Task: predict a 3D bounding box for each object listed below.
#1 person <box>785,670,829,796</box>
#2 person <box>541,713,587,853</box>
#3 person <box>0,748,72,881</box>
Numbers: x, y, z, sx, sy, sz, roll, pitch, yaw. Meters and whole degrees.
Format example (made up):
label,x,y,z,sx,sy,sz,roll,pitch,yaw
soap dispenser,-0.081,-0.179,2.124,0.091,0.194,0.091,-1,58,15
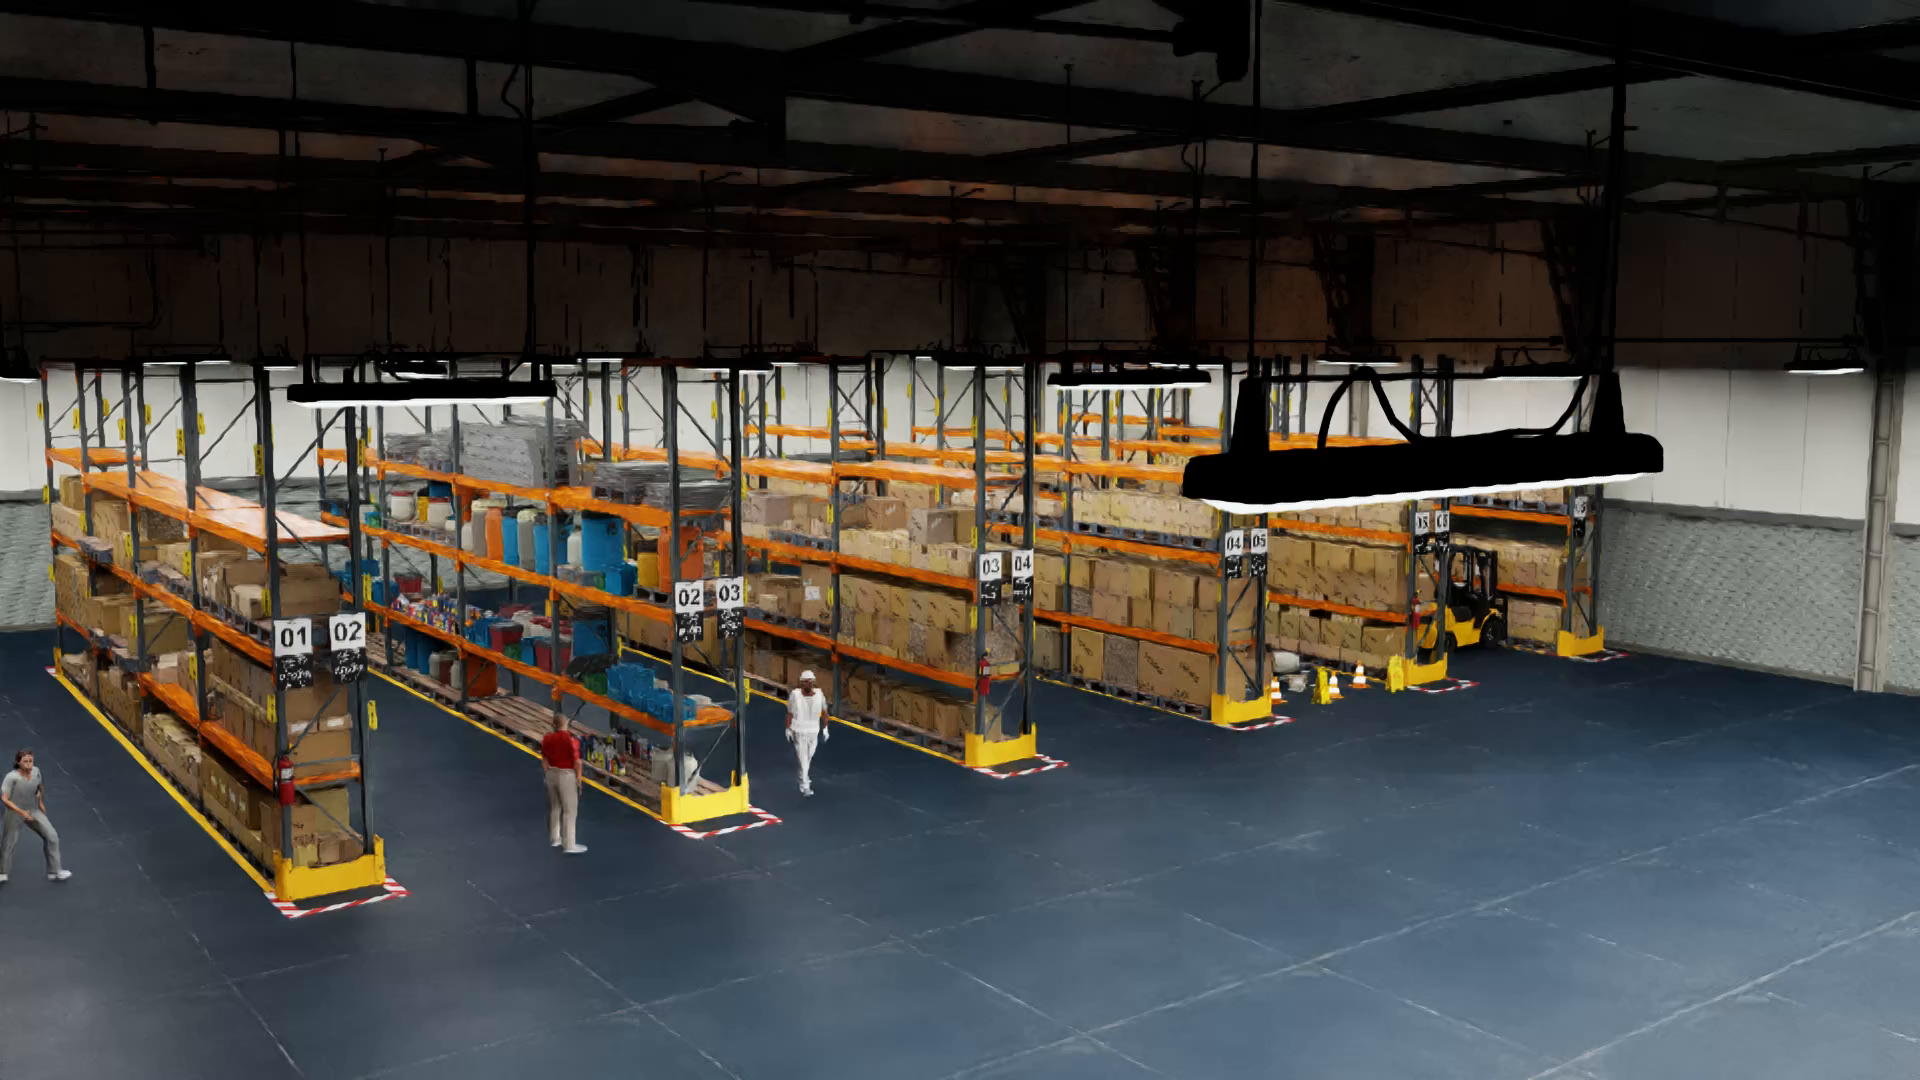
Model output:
label,x,y,z,sx,sy,sz,roll,pitch,yaw
person,-2.126,2.671,23.314,0.552,1.724,1.036,-4,8,-27
person,-4.909,2.988,20.648,0.595,1.737,0.450,3,7,23
person,-10.926,3.197,19.447,0.811,1.604,0.612,5,8,35
